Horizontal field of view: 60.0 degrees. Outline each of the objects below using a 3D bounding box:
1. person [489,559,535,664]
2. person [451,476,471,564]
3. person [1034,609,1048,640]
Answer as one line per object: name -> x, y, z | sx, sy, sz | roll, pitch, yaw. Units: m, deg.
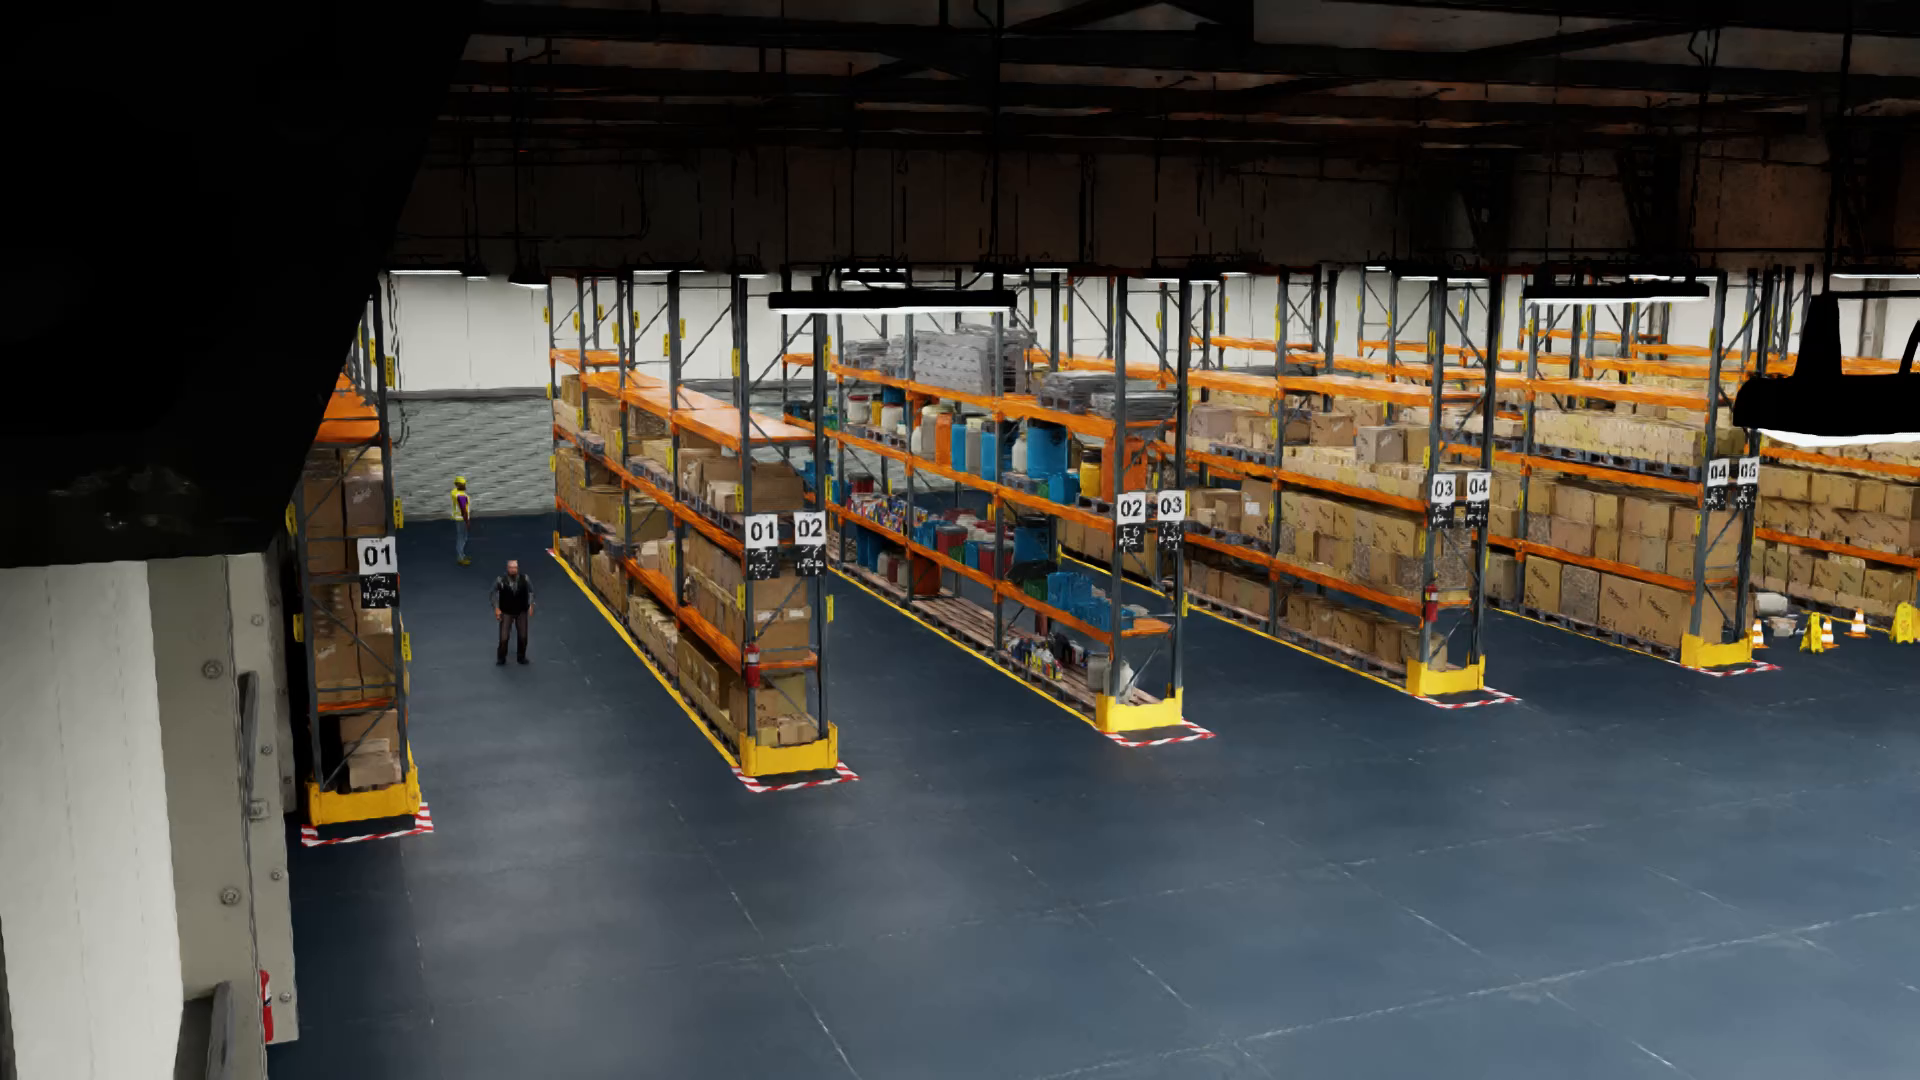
person -> -6.867, 1.104, 25.550 | 0.677, 1.671, 0.534 | -4, 11, -23
person -> -10.144, -0.430, 33.879 | 0.385, 1.769, 0.703 | -6, 11, -30
person -> 1.415, 0.785, 27.222 | 0.454, 1.679, 0.537 | -9, 13, -42
